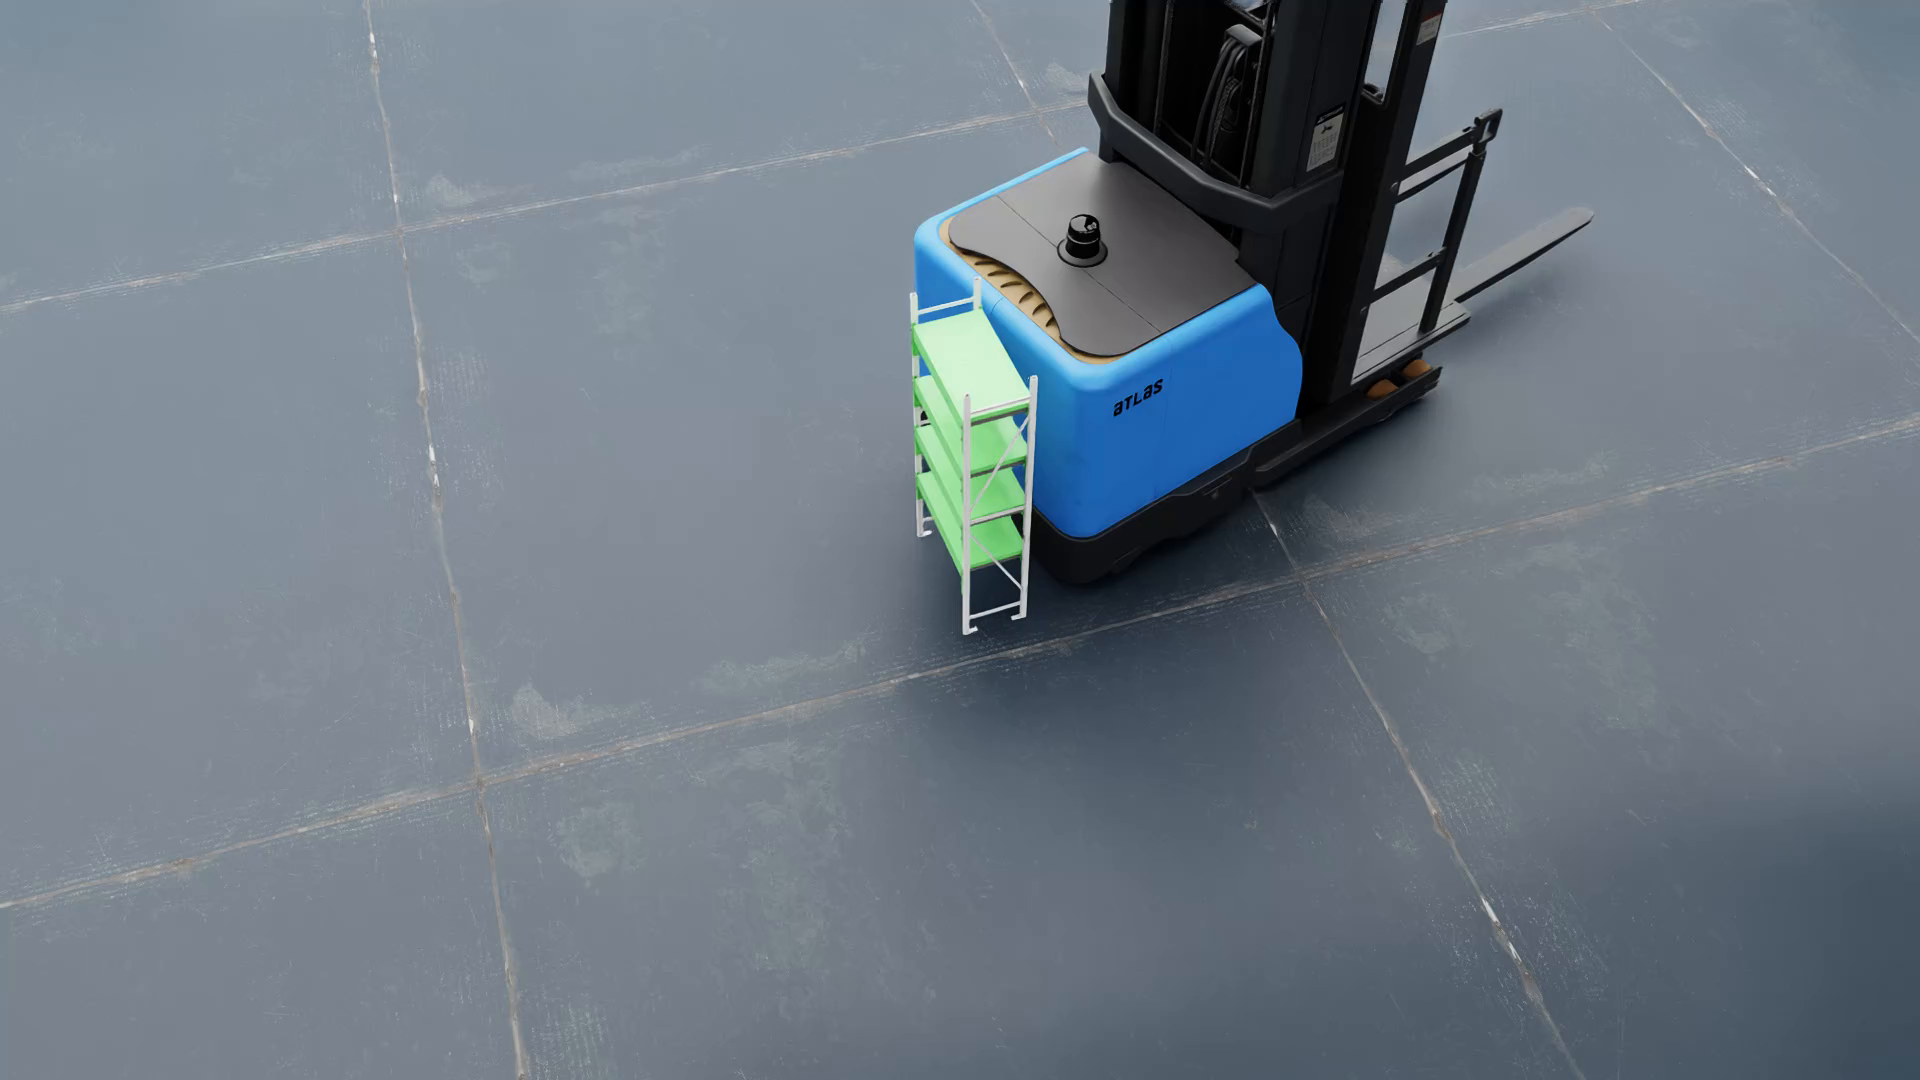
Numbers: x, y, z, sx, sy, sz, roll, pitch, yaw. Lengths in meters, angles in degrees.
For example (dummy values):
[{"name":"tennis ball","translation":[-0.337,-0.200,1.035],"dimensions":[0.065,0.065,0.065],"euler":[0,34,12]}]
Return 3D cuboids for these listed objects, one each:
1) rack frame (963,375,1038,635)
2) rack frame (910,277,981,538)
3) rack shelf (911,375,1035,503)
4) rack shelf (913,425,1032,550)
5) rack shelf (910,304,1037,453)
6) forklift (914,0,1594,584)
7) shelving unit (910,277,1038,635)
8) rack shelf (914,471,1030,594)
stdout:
[{"name":"rack frame","translation":[0.124,-0.082,5.535],"dimensions":[0.240,1.200,0.015],"euler":[-16,52,-13]},{"name":"rack frame","translation":[-0.046,-0.432,5.829],"dimensions":[0.240,1.200,0.015],"euler":[-16,52,-13]},{"name":"rack shelf","translation":[0.039,-0.371,5.547],"dimensions":[0.258,0.148,0.480],"euler":[-16,52,-13]},{"name":"rack shelf","translation":[0.039,-0.216,5.731],"dimensions":[0.258,0.148,0.480],"euler":[-16,52,-13]},{"name":"rack shelf","translation":[0.039,-0.525,5.364],"dimensions":[0.258,0.148,0.480],"euler":[-16,52,-13]},{"name":"forklift","translation":[1.311,-1.718,5.781],"dimensions":[3.031,2.935,1.130],"euler":[-30,56,-23]},{"name":"shelving unit","translation":[0.039,-0.257,5.682],"dimensions":[0.258,1.200,0.503],"euler":[-16,52,-13]},{"name":"rack shelf","translation":[0.039,-0.061,5.914],"dimensions":[0.258,0.148,0.480],"euler":[-16,52,-13]}]
